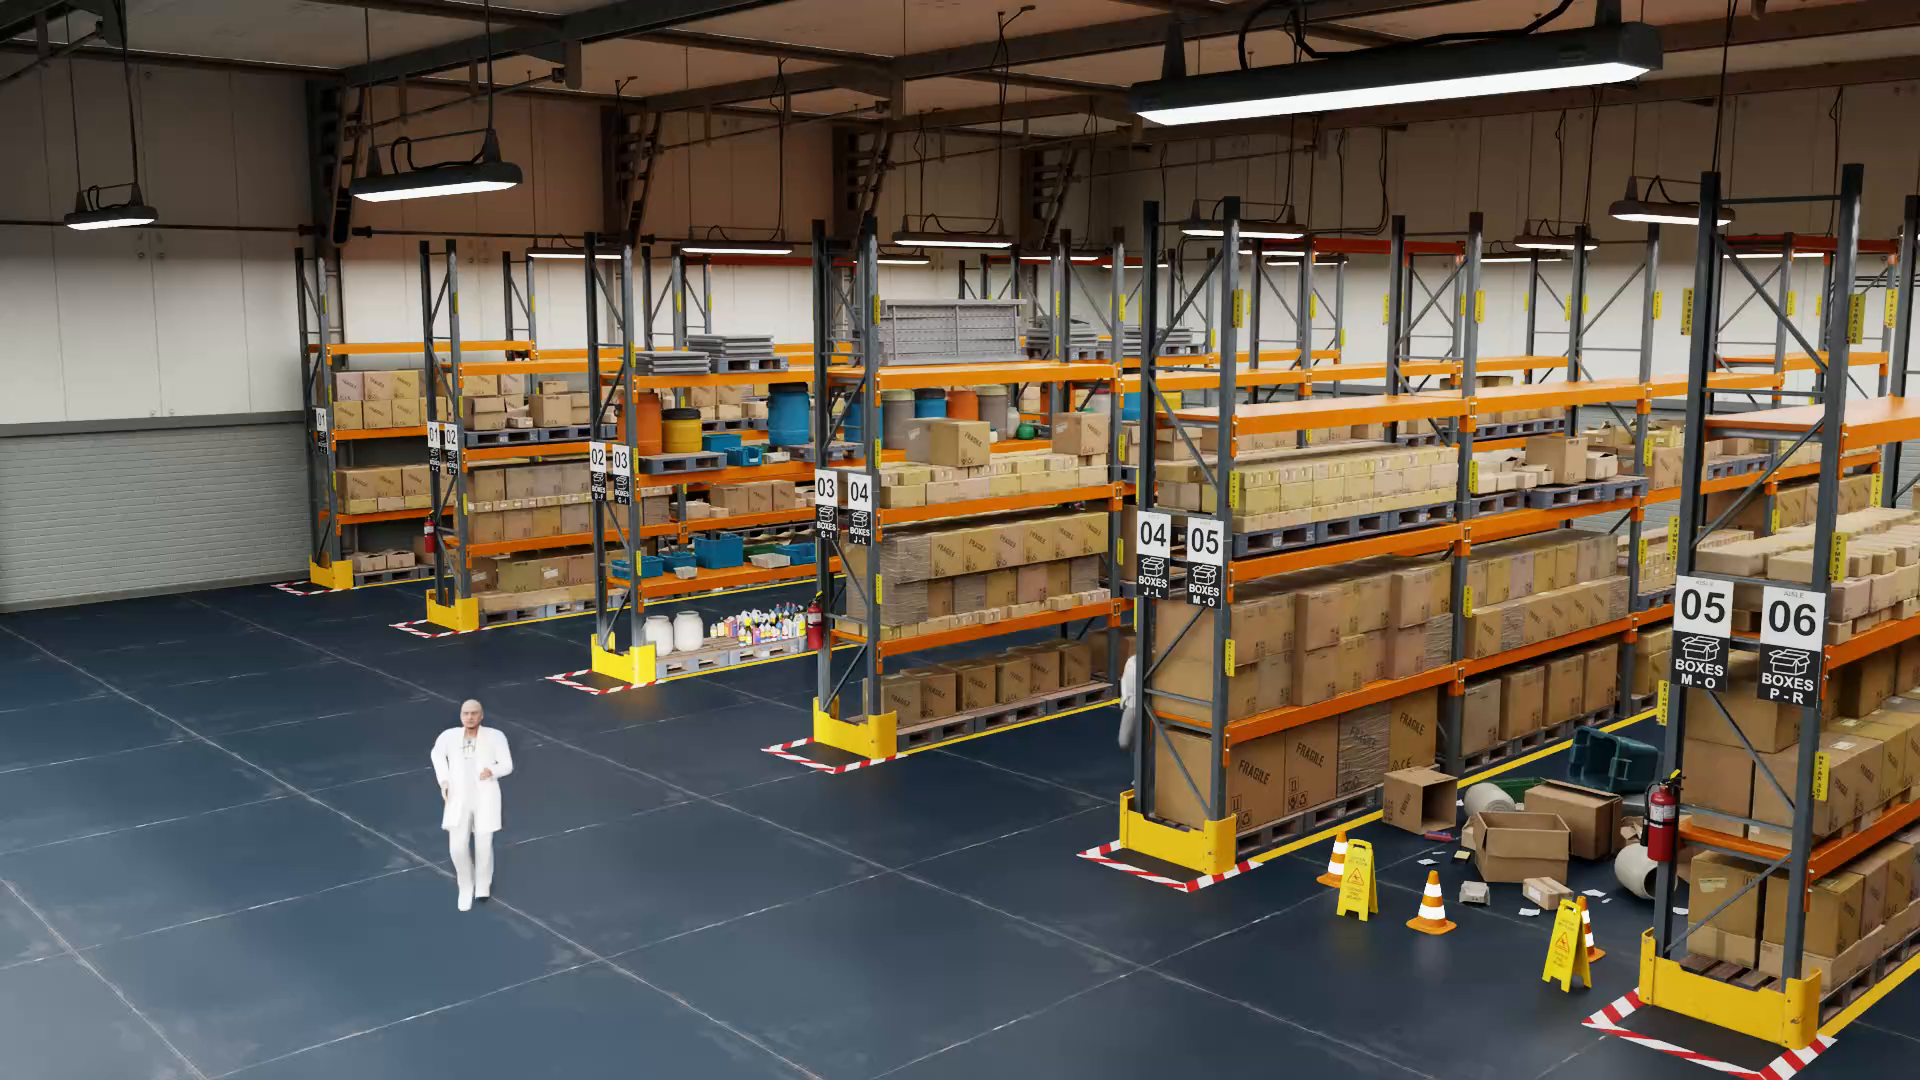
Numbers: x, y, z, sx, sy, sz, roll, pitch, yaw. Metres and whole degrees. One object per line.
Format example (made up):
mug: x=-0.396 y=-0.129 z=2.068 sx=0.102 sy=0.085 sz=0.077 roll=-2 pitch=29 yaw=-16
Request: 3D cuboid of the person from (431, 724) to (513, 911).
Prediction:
person: x=-4.139 y=2.347 z=14.137 sx=0.685 sy=1.601 sz=0.628 roll=-2 pitch=9 yaw=-11

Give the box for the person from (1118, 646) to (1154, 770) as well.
person: x=1.897 y=1.777 z=17.582 sx=0.612 sy=1.543 sz=0.517 roll=6 pitch=10 yaw=33
